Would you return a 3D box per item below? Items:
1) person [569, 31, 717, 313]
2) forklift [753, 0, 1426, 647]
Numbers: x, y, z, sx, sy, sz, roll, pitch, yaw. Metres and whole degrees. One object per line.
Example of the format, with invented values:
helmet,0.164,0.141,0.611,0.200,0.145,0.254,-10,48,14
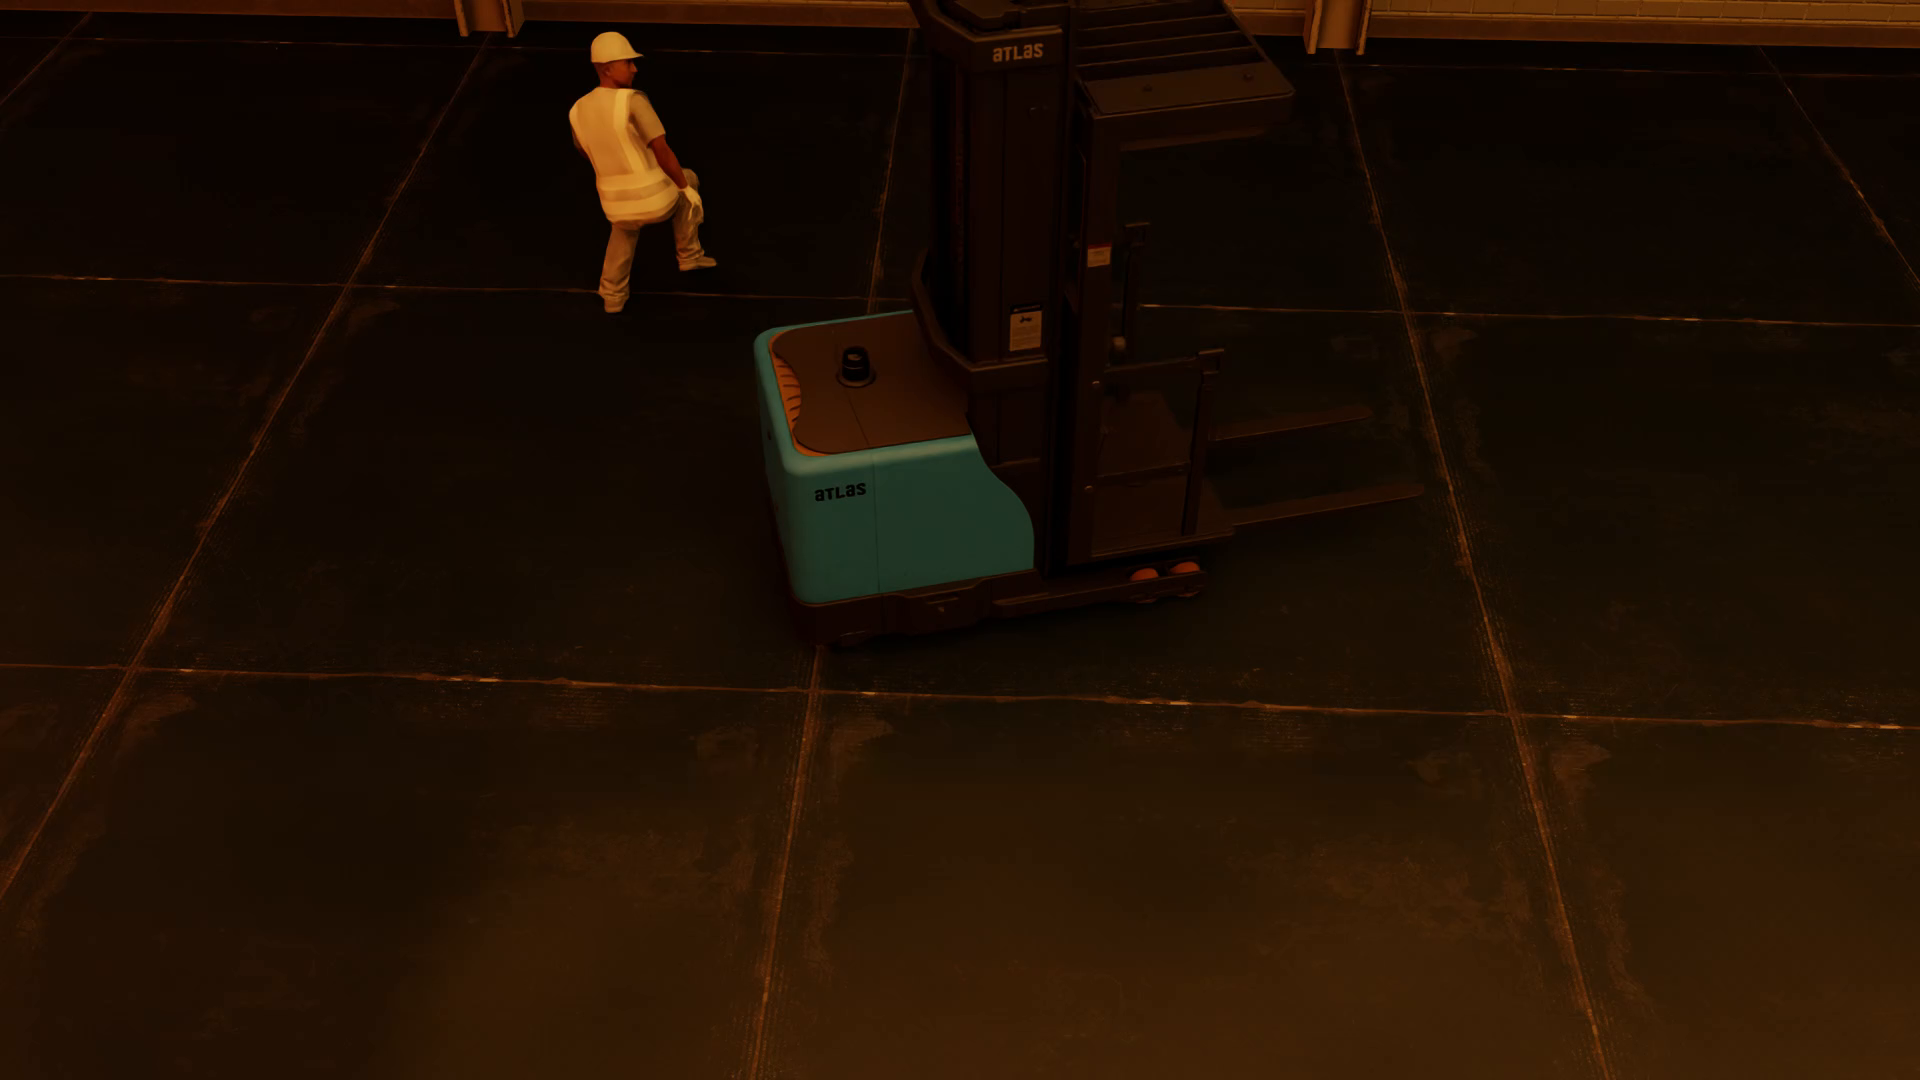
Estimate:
person,-1.677,-1.965,8.951,0.810,1.547,0.747,8,43,9
forklift,0.648,-1.131,6.981,3.031,2.935,1.130,-9,43,-10
